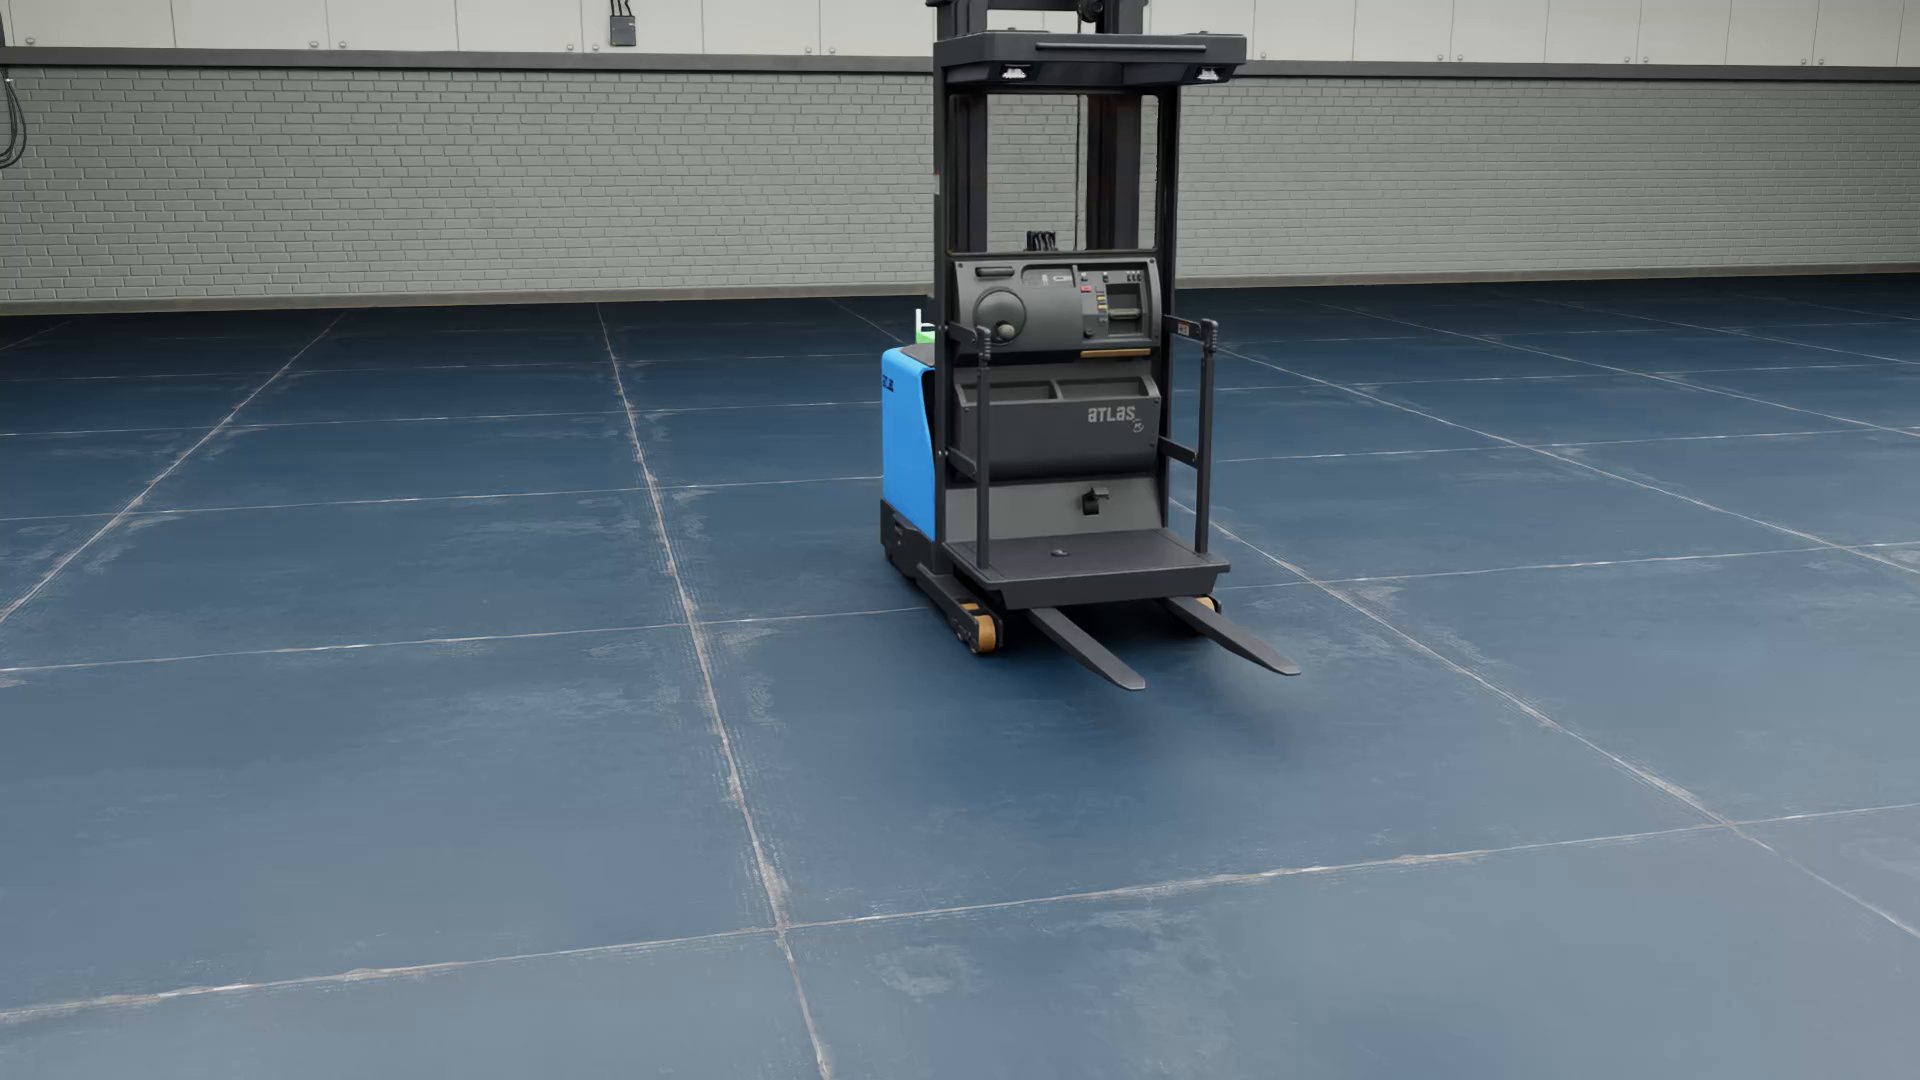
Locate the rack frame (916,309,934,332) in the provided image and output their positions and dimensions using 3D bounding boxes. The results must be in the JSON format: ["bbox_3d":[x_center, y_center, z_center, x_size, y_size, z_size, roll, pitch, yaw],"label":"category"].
[{"bbox_3d":[-0.119,-0.666,9.124,0.240,1.200,0.015,-4,14,-16],"label":"rack frame"}]

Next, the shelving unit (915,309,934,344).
[{"bbox_3d":[-0.051,-0.610,8.896,0.258,1.200,0.503,-4,14,-16],"label":"shelving unit"}]

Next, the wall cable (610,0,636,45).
[{"bbox_3d":[-3.245,-9.178,20.367,2.305,6.003,0.169,-3,14,-13],"label":"wall cable"}]

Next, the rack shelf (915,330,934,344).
[{"bbox_3d":[-0.051,-1.014,8.798,0.258,0.148,0.480,-4,14,-16],"label":"rack shelf"}]

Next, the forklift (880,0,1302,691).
[{"bbox_3d":[0.494,-1.049,7.044,1.130,2.935,3.031,-4,14,-16],"label":"forklift"}]

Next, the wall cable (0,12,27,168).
[{"bbox_3d":[-12.477,-5.492,18.988,3.097,2.526,0.112,-3,14,-13],"label":"wall cable"}]
